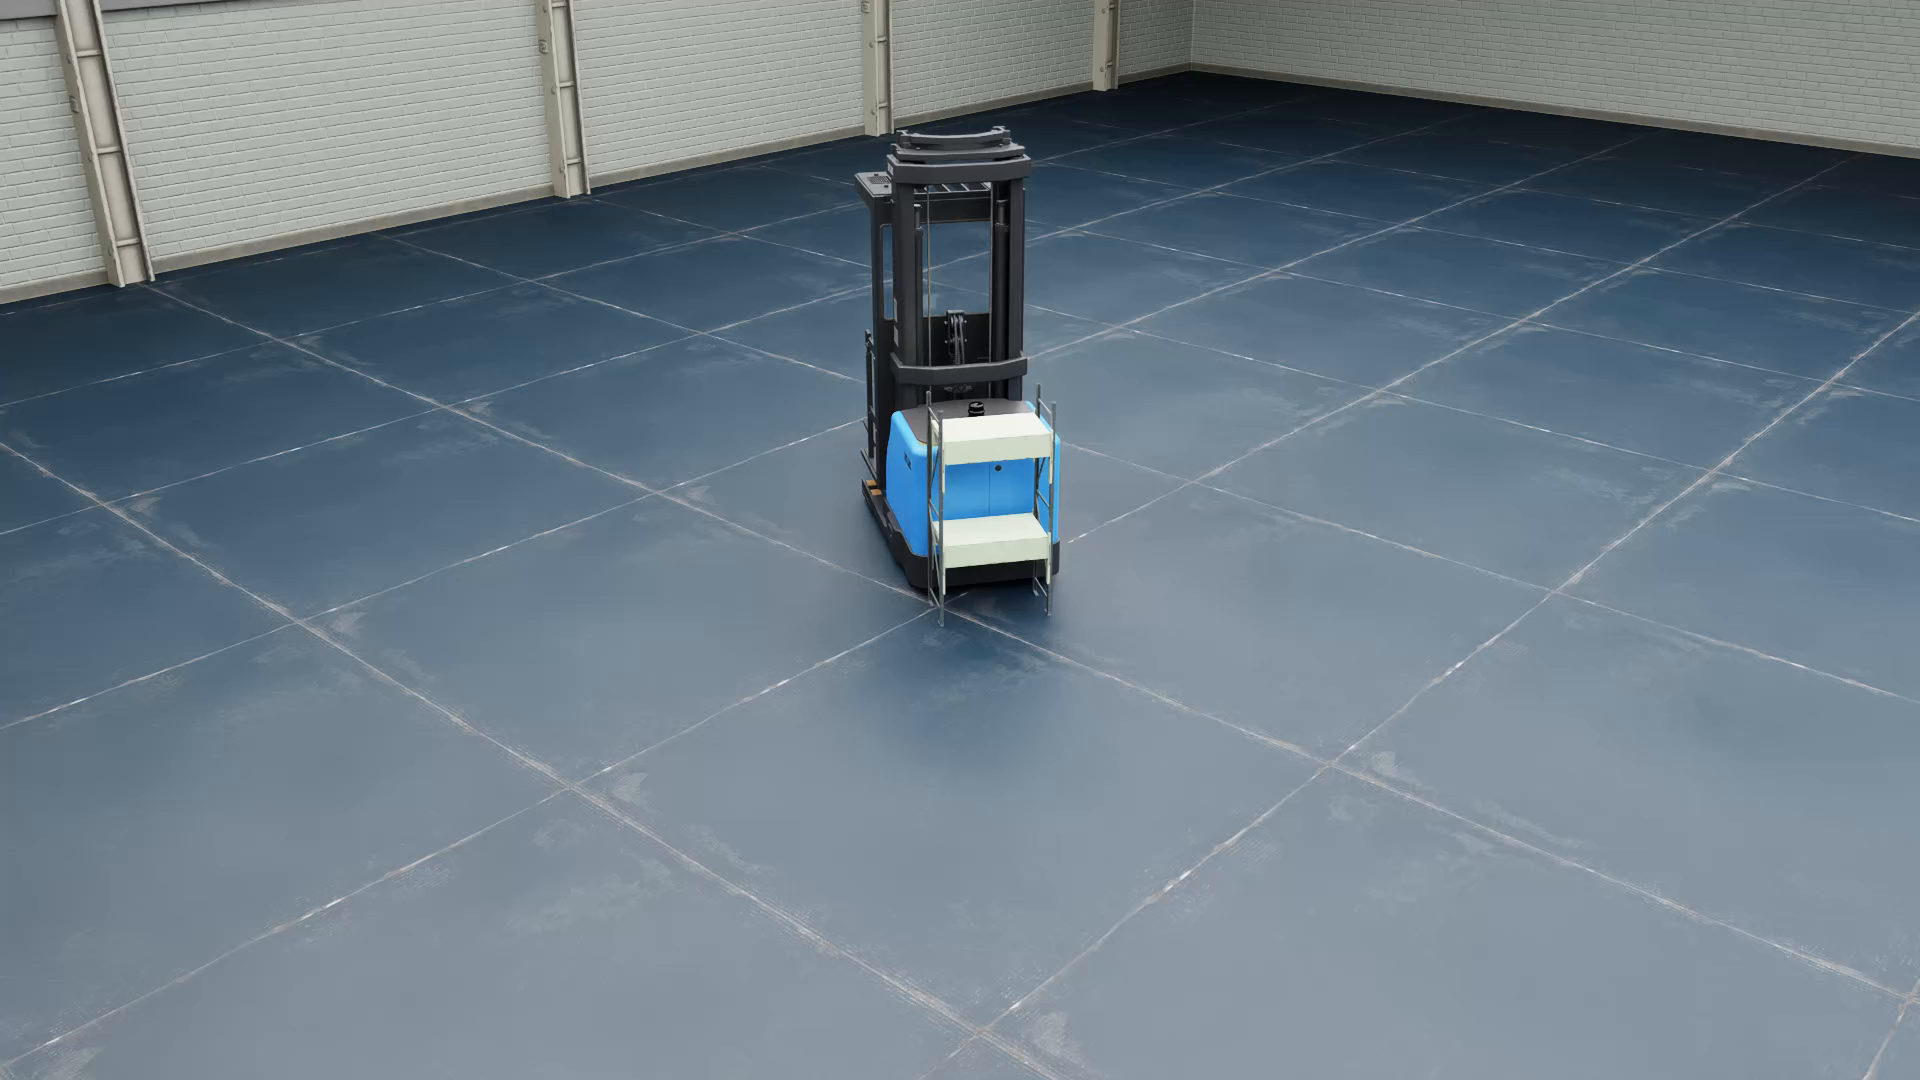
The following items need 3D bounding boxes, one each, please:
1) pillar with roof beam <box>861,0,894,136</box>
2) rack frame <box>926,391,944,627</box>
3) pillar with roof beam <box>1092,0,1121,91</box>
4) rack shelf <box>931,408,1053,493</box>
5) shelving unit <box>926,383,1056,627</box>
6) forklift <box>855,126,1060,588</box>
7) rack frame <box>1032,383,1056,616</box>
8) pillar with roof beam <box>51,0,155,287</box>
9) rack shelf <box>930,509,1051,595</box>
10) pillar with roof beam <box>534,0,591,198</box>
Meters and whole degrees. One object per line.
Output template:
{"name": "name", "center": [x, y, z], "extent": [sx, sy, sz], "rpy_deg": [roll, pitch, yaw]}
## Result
{"name": "pillar with roof beam", "center": [1.894, -9.499, 22.408], "extent": [9.100, 9.000, 0.400], "rpy_deg": [20, 31, 38]}
{"name": "rack frame", "center": [-0.162, -0.191, 10.814], "extent": [0.023, 1.500, 0.400], "rpy_deg": [-5, 25, -12]}
{"name": "pillar with roof beam", "center": [5.899, -11.327, 26.485], "extent": [9.100, 9.000, 0.400], "rpy_deg": [20, 31, 38]}
{"name": "rack shelf", "center": [0.195, -0.581, 10.729], "extent": [0.720, 0.370, 0.431], "rpy_deg": [-5, 25, -12]}
{"name": "shelving unit", "center": [0.195, -0.224, 10.889], "extent": [0.755, 1.500, 0.431], "rpy_deg": [-5, 25, -12]}
{"name": "forklift", "center": [-0.139, -1.586, 12.175], "extent": [1.130, 2.935, 3.031], "rpy_deg": [-5, 25, -12]}
{"name": "rack frame", "center": [0.551, -0.258, 10.963], "extent": [0.023, 1.500, 0.400], "rpy_deg": [-5, 25, -12]}
{"name": "pillar with roof beam", "center": [-6.114, -5.843, 14.253], "extent": [9.100, 9.000, 0.400], "rpy_deg": [20, 31, 38]}
{"name": "rack shelf", "center": [0.195, 0.073, 11.022], "extent": [0.720, 0.370, 0.431], "rpy_deg": [-5, 25, -12]}
{"name": "pillar with roof beam", "center": [-2.110, -7.671, 18.330], "extent": [9.100, 9.000, 0.400], "rpy_deg": [20, 31, 38]}
